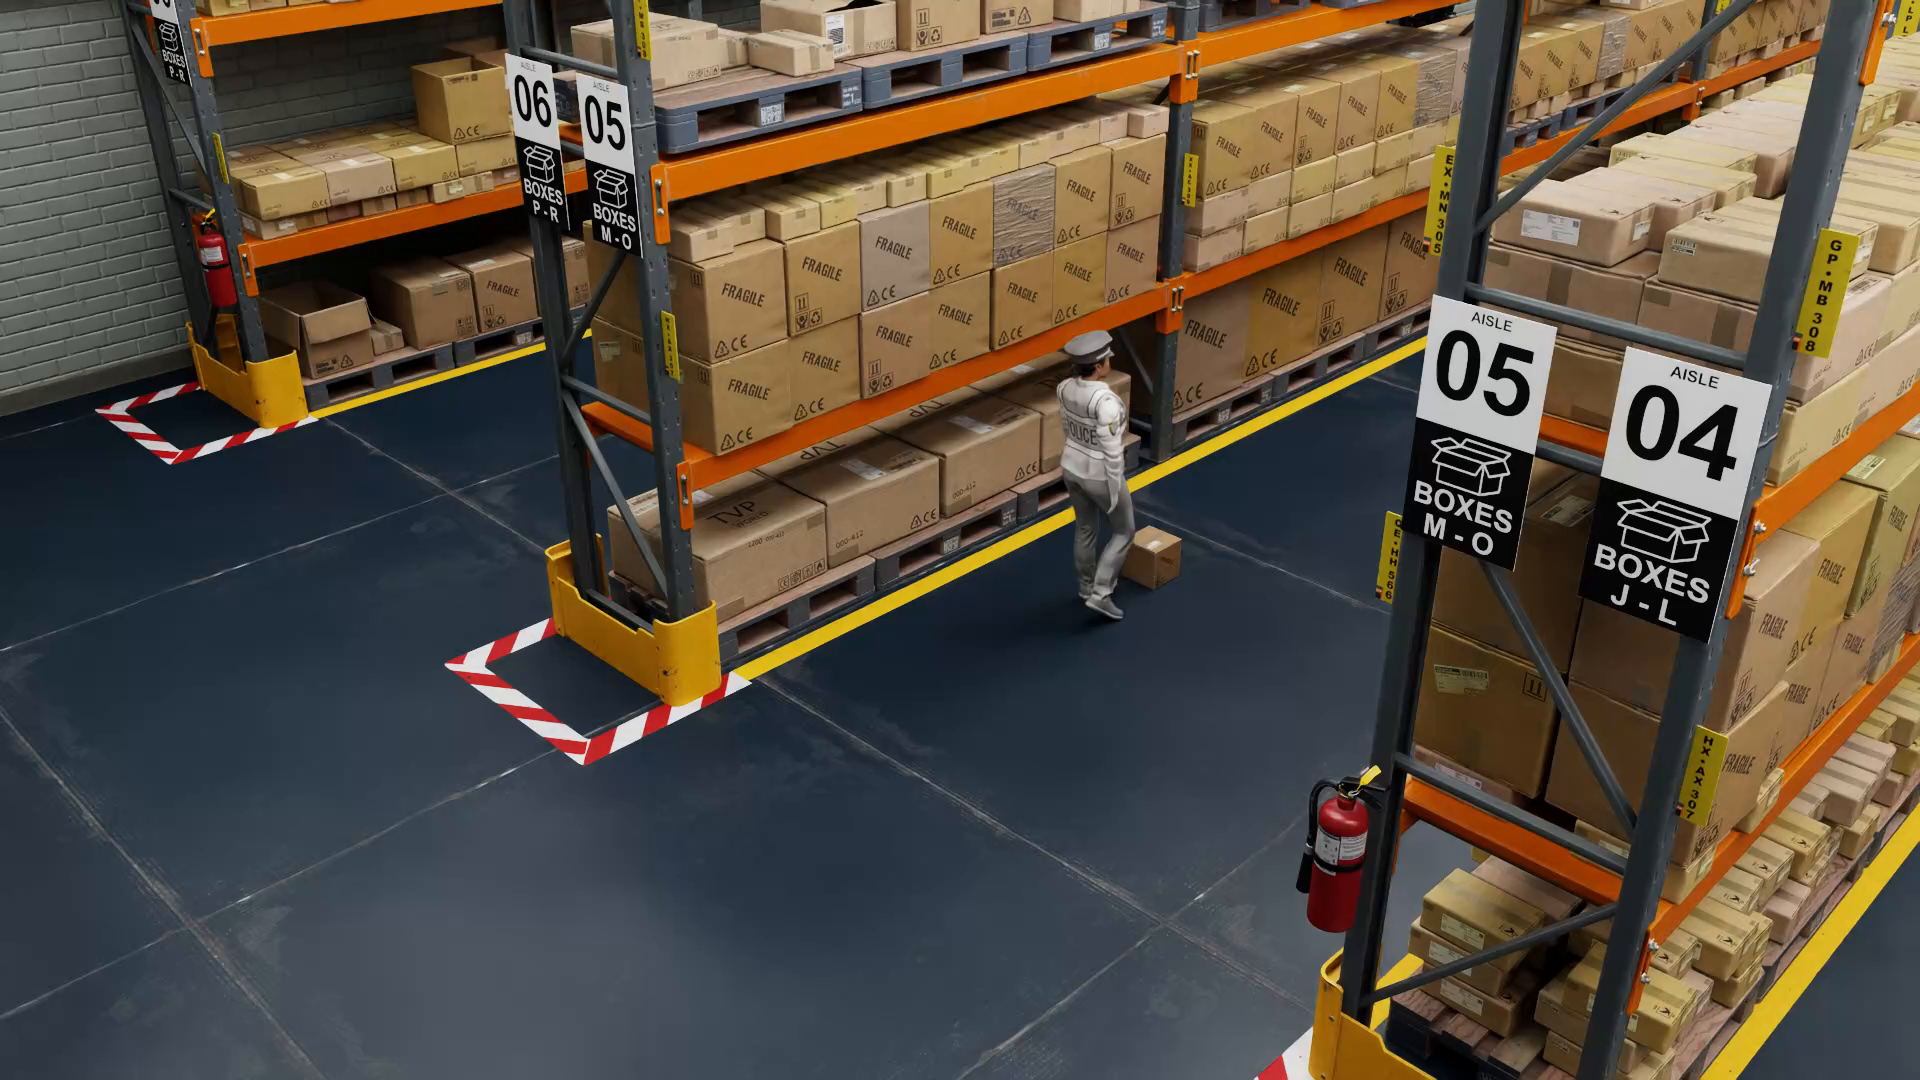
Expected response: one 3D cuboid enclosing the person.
[{"bbox_3d":[0.783,-0.365,9.288,0.479,1.715,0.508,-22,35,-35],"label":"person"}]
